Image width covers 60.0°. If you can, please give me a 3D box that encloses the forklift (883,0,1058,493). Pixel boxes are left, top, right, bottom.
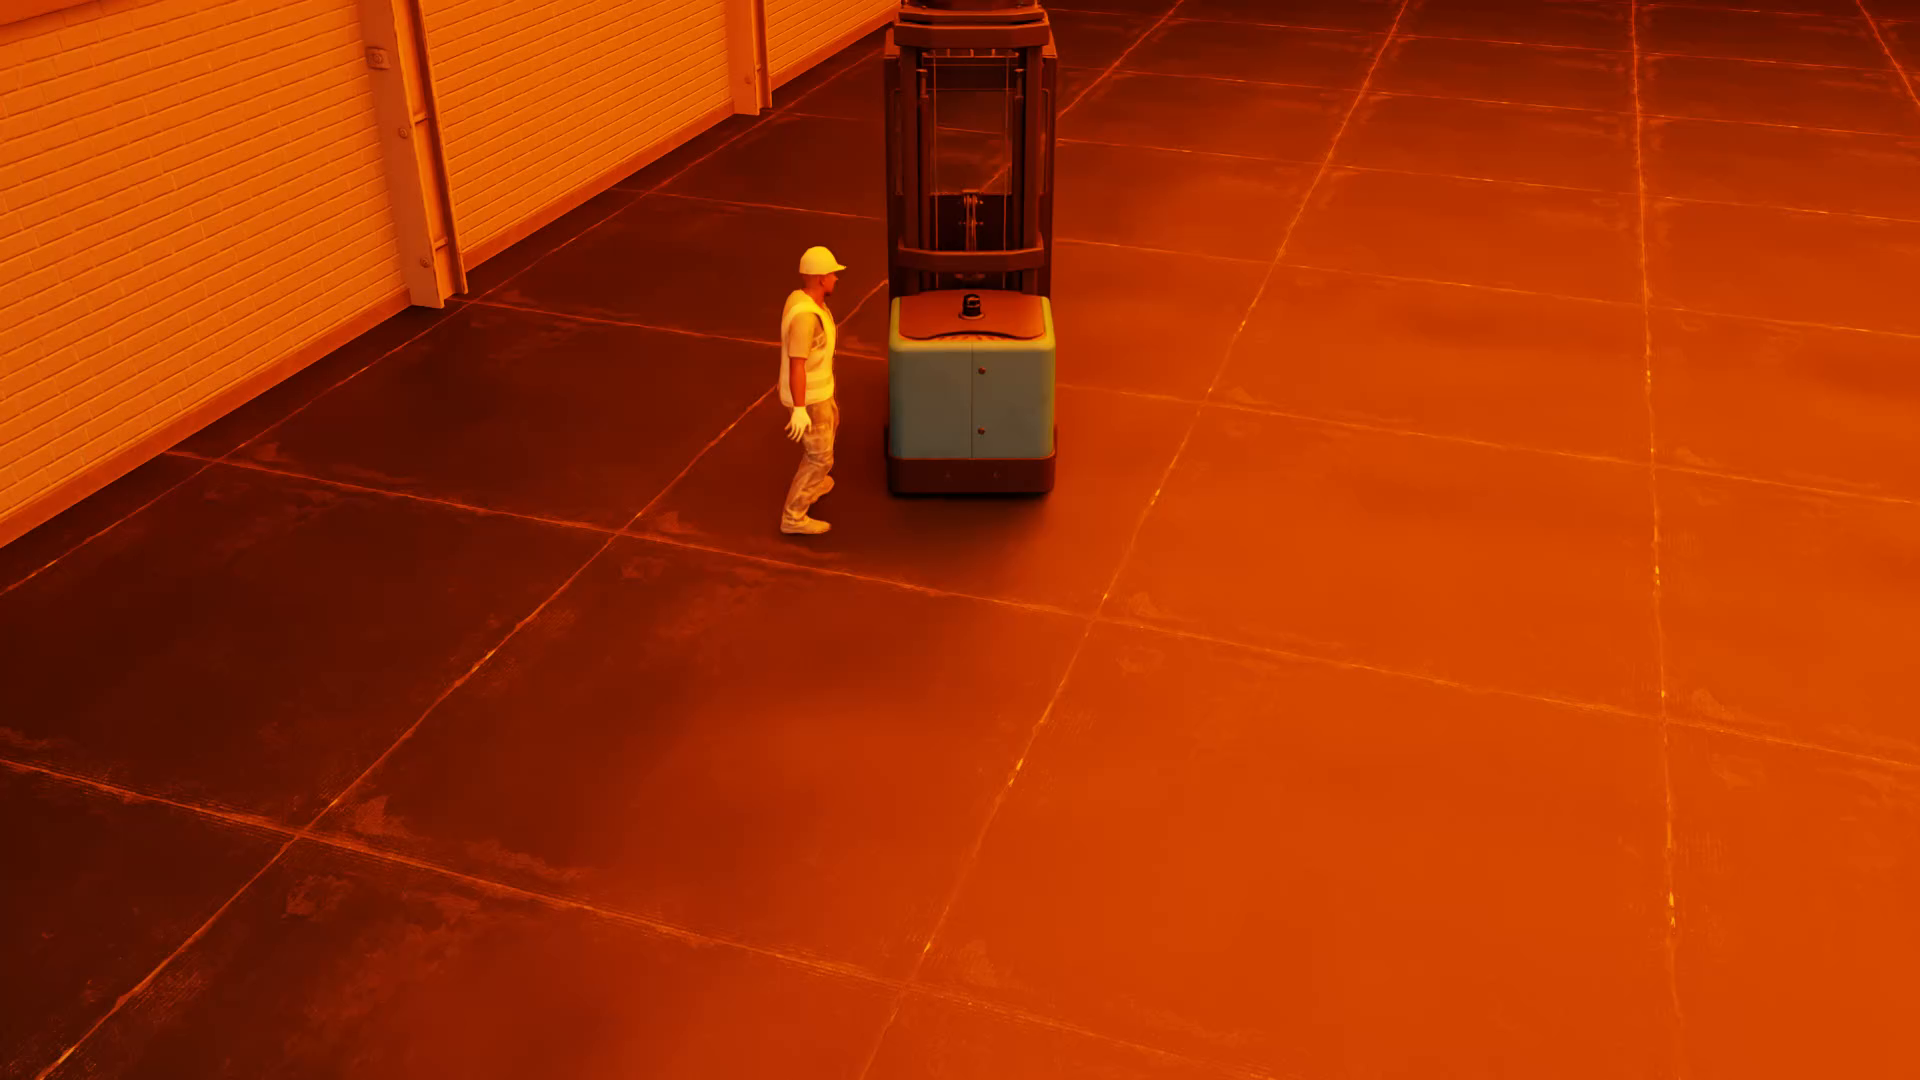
[{"bbox_3d":[0.063,-2.258,11.097,1.130,2.935,3.031,0,30,0],"label":"forklift"}]

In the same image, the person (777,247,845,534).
[{"bbox_3d":[-0.885,-0.882,9.911,0.458,1.746,0.897,-3,30,-5],"label":"person"}]
